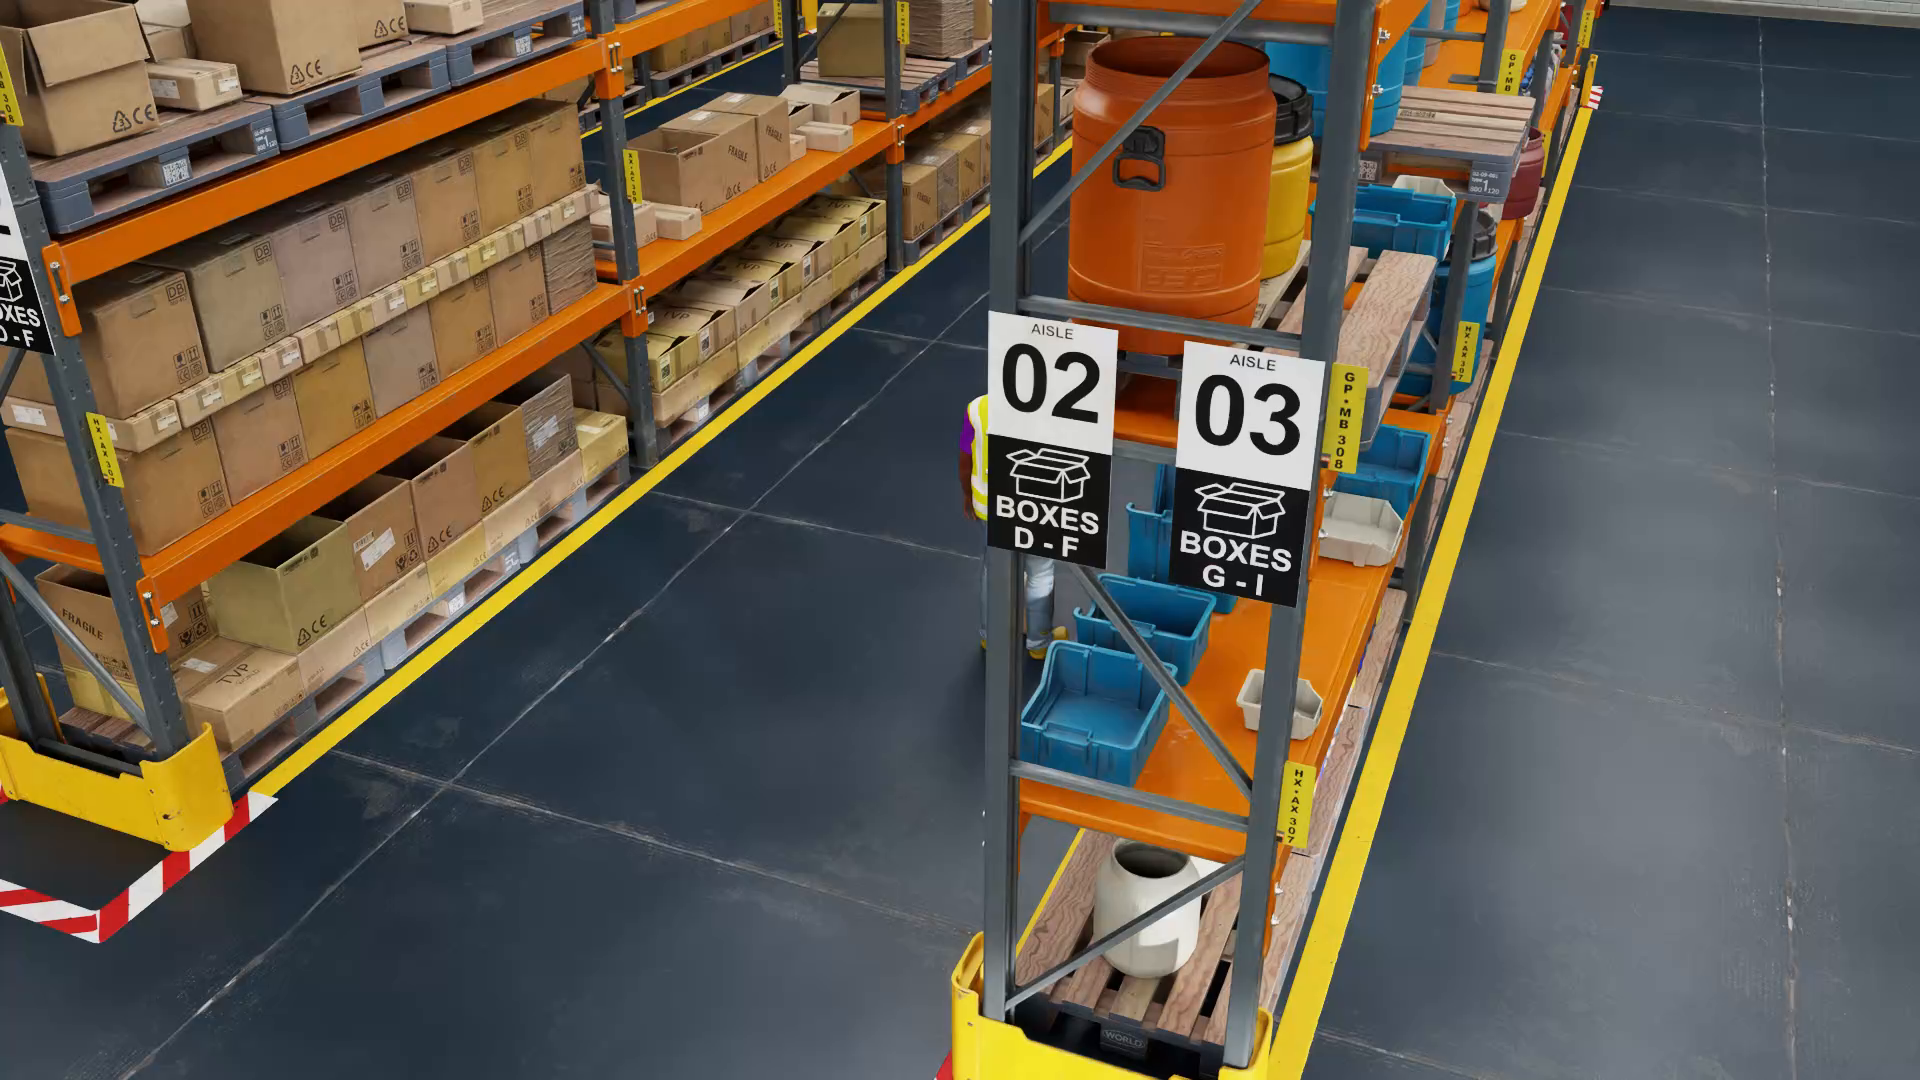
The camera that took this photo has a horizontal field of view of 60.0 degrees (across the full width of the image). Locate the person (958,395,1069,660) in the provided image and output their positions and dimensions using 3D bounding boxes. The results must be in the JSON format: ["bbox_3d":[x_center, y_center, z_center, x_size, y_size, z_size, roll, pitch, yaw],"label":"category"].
[{"bbox_3d":[0.301,-0.198,8.731,0.625,1.760,0.459,11,31,19],"label":"person"}]
